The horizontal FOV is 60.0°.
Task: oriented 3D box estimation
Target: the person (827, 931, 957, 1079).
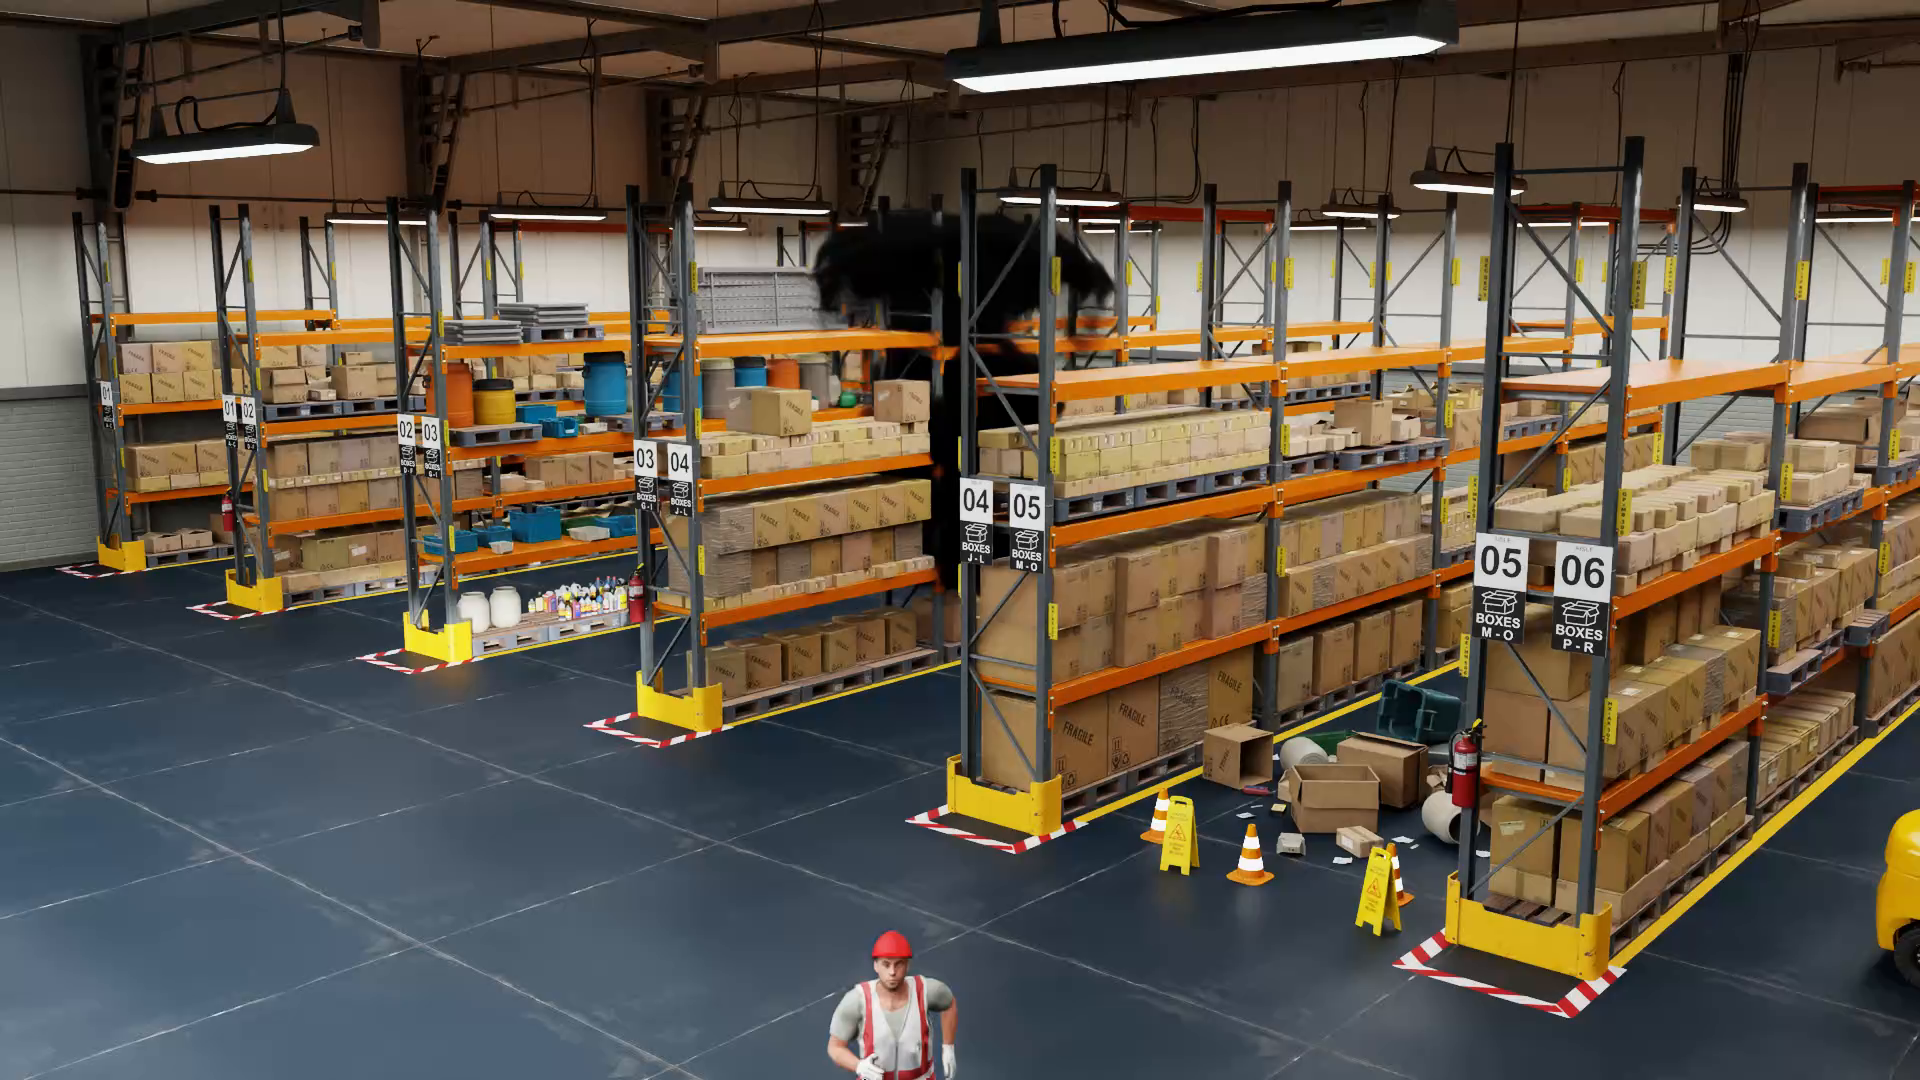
[{"bbox_3d":[-0.342,2.893,8.546,0.664,1.852,0.777,0,9,-1],"label":"person"}]
